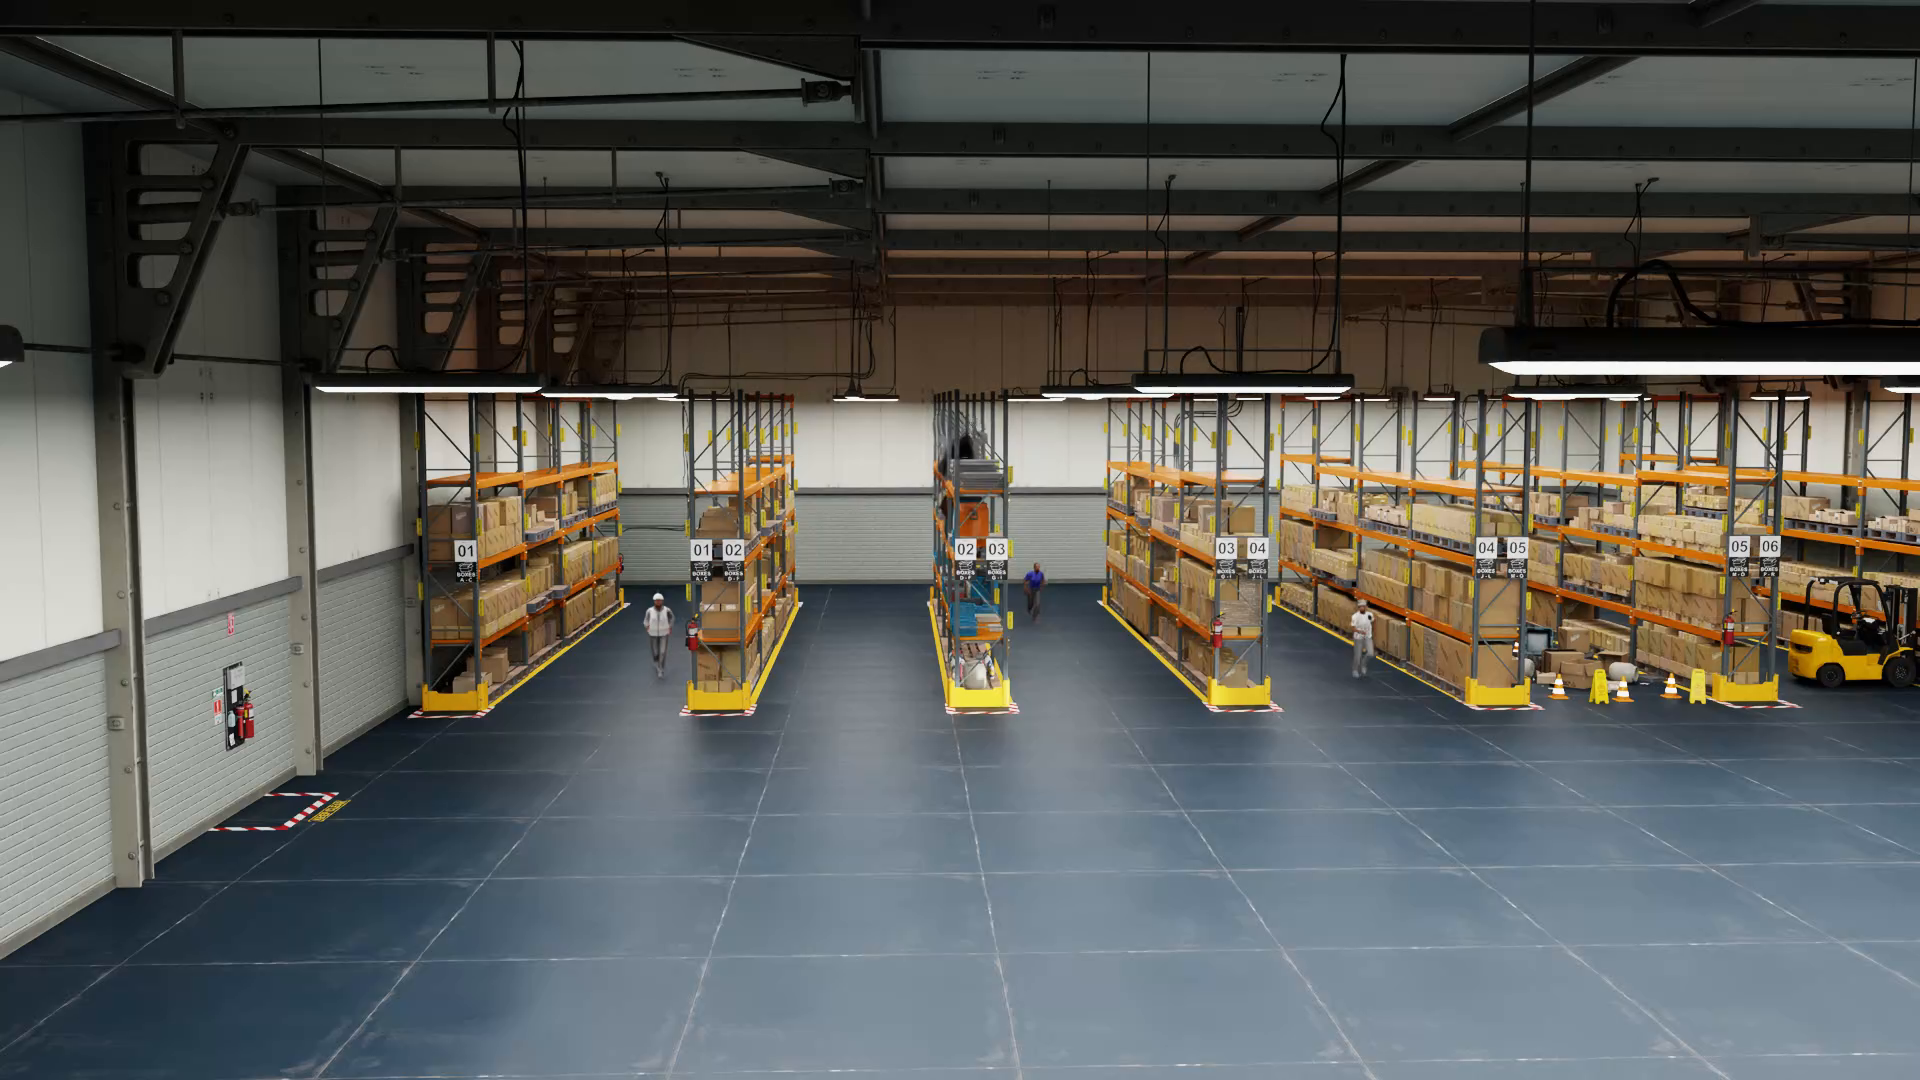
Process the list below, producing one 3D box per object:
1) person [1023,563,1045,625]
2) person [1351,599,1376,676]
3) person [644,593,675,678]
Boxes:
[{"bbox_3d":[1.940,1.392,43.613,0.589,1.635,0.763,-1,5,-12],"label":"person"},{"bbox_3d":[8.437,2.053,34.757,0.574,1.653,0.764,0,5,-2],"label":"person"},{"bbox_3d":[-6.345,1.988,35.107,0.650,1.754,0.876,-1,5,-7],"label":"person"}]
